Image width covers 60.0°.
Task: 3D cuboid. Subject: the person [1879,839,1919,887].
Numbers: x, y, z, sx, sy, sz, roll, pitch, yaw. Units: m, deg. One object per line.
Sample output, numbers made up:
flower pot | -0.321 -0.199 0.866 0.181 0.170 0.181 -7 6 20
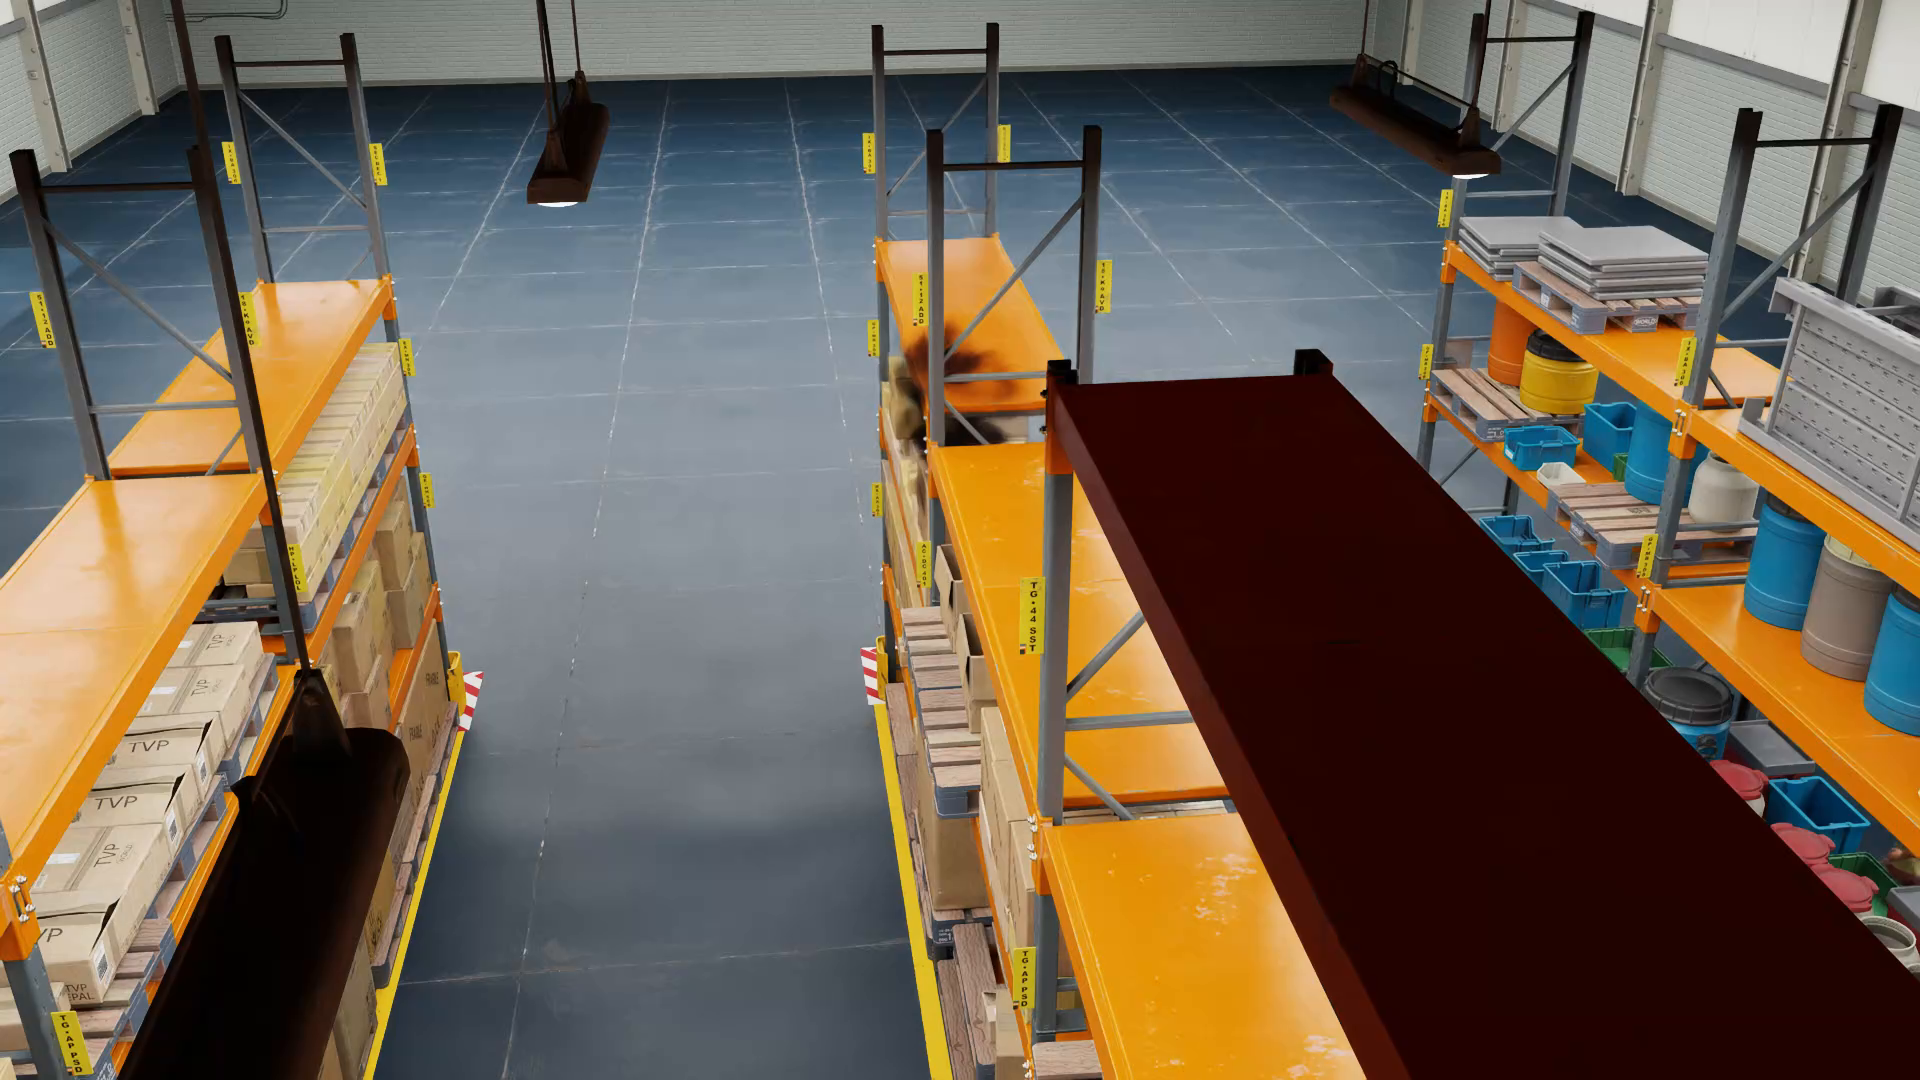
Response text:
person | 6.732 2.289 11.800 0.568 1.610 0.543 -6 26 -13
